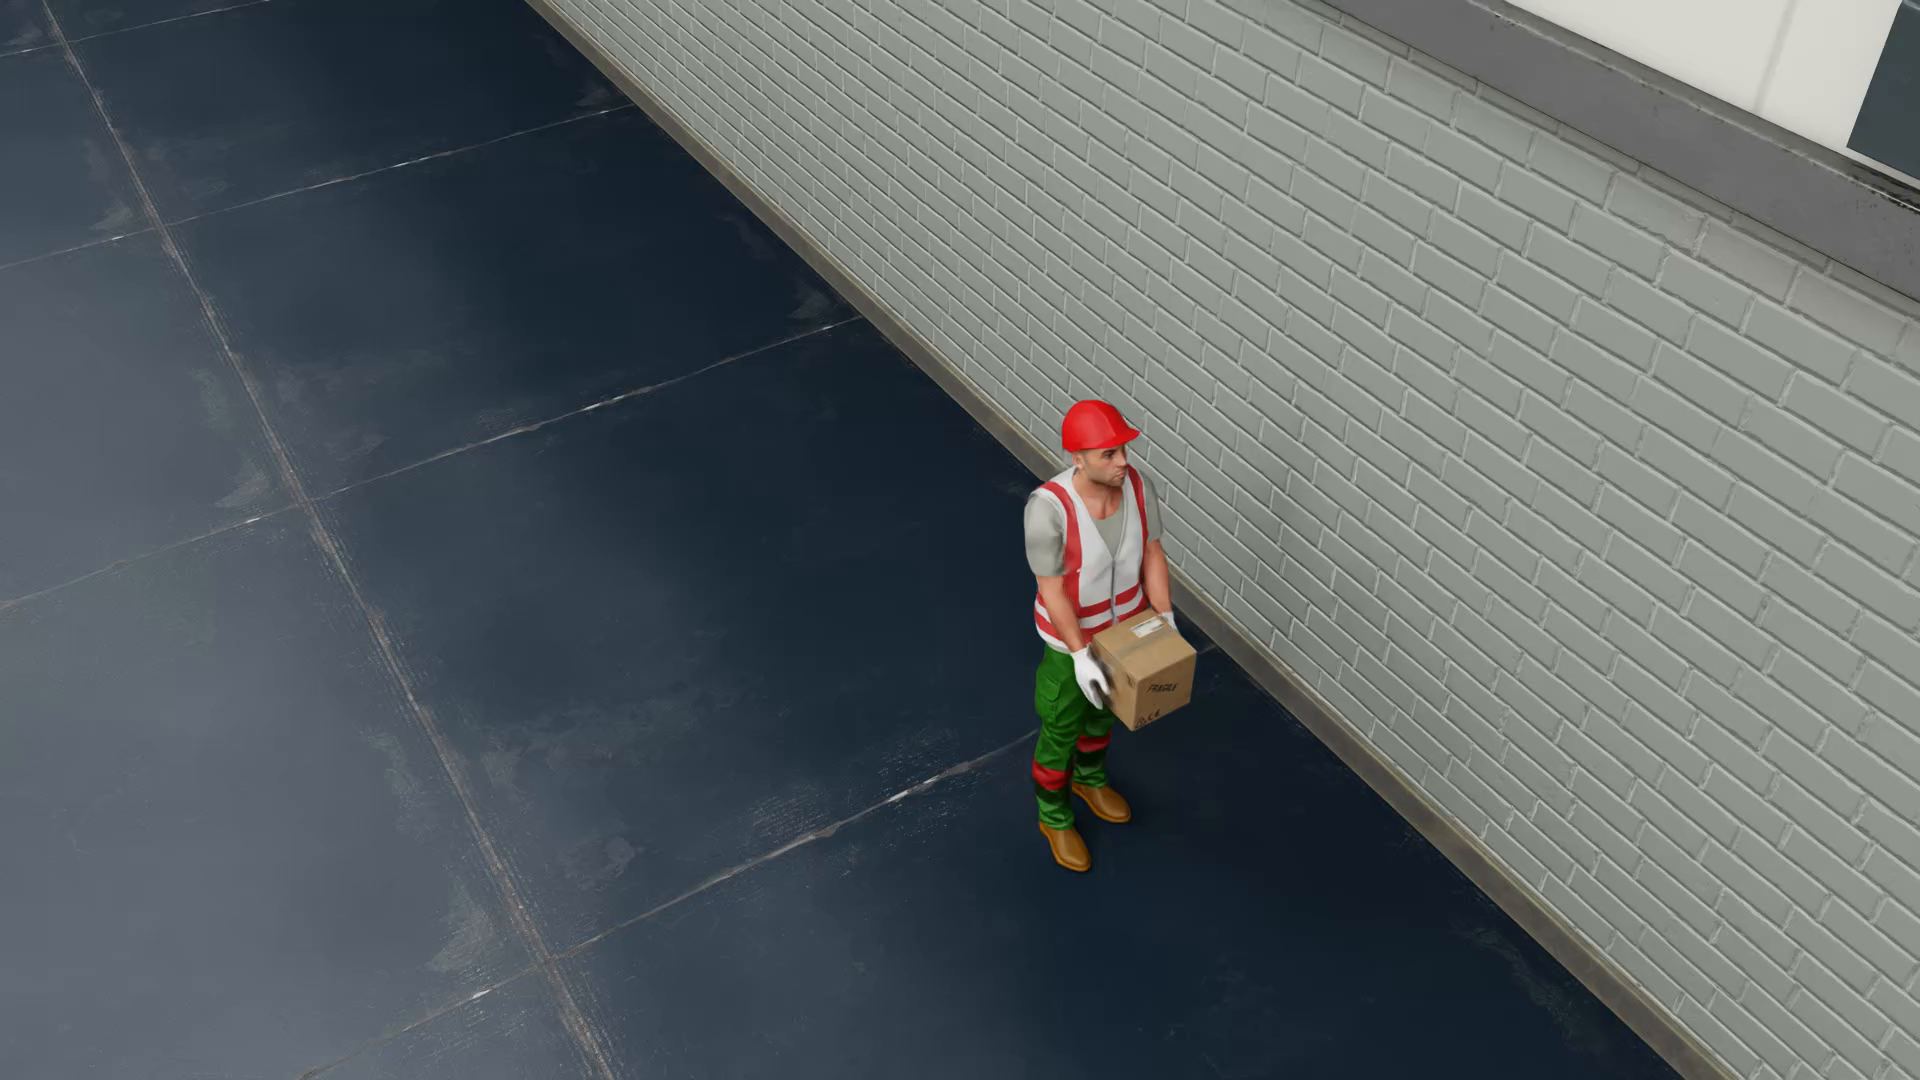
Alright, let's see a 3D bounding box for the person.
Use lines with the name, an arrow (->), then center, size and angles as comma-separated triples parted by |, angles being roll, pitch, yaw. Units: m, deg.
person -> 0.494, 0.334, 5.738 | 0.529, 1.793, 0.511 | -23, 45, -24
